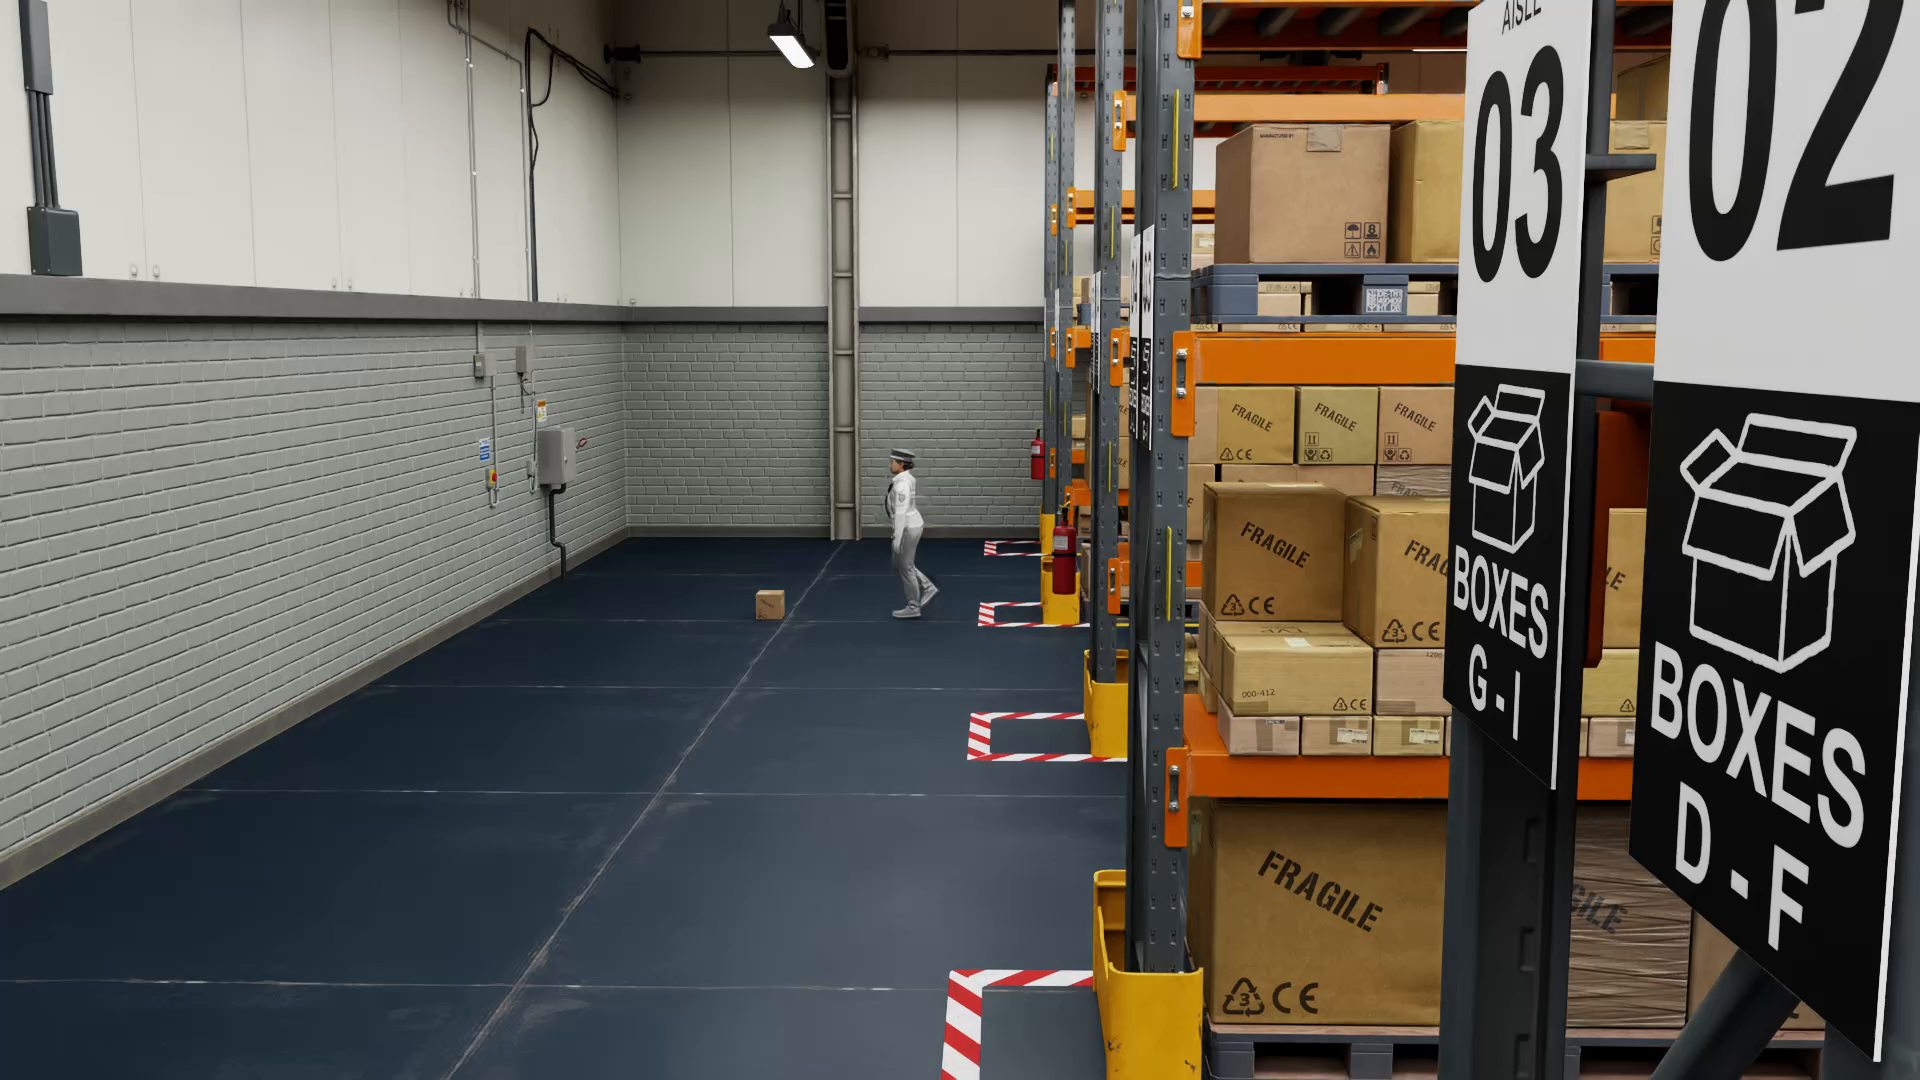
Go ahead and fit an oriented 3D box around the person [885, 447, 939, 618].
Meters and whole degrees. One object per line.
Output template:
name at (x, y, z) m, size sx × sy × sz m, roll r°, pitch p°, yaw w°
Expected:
person at (-0.462, -0.068, 16.117) m, size 0.489 × 1.674 × 0.538 m, roll 1°, pitch 7°, yaw 7°
